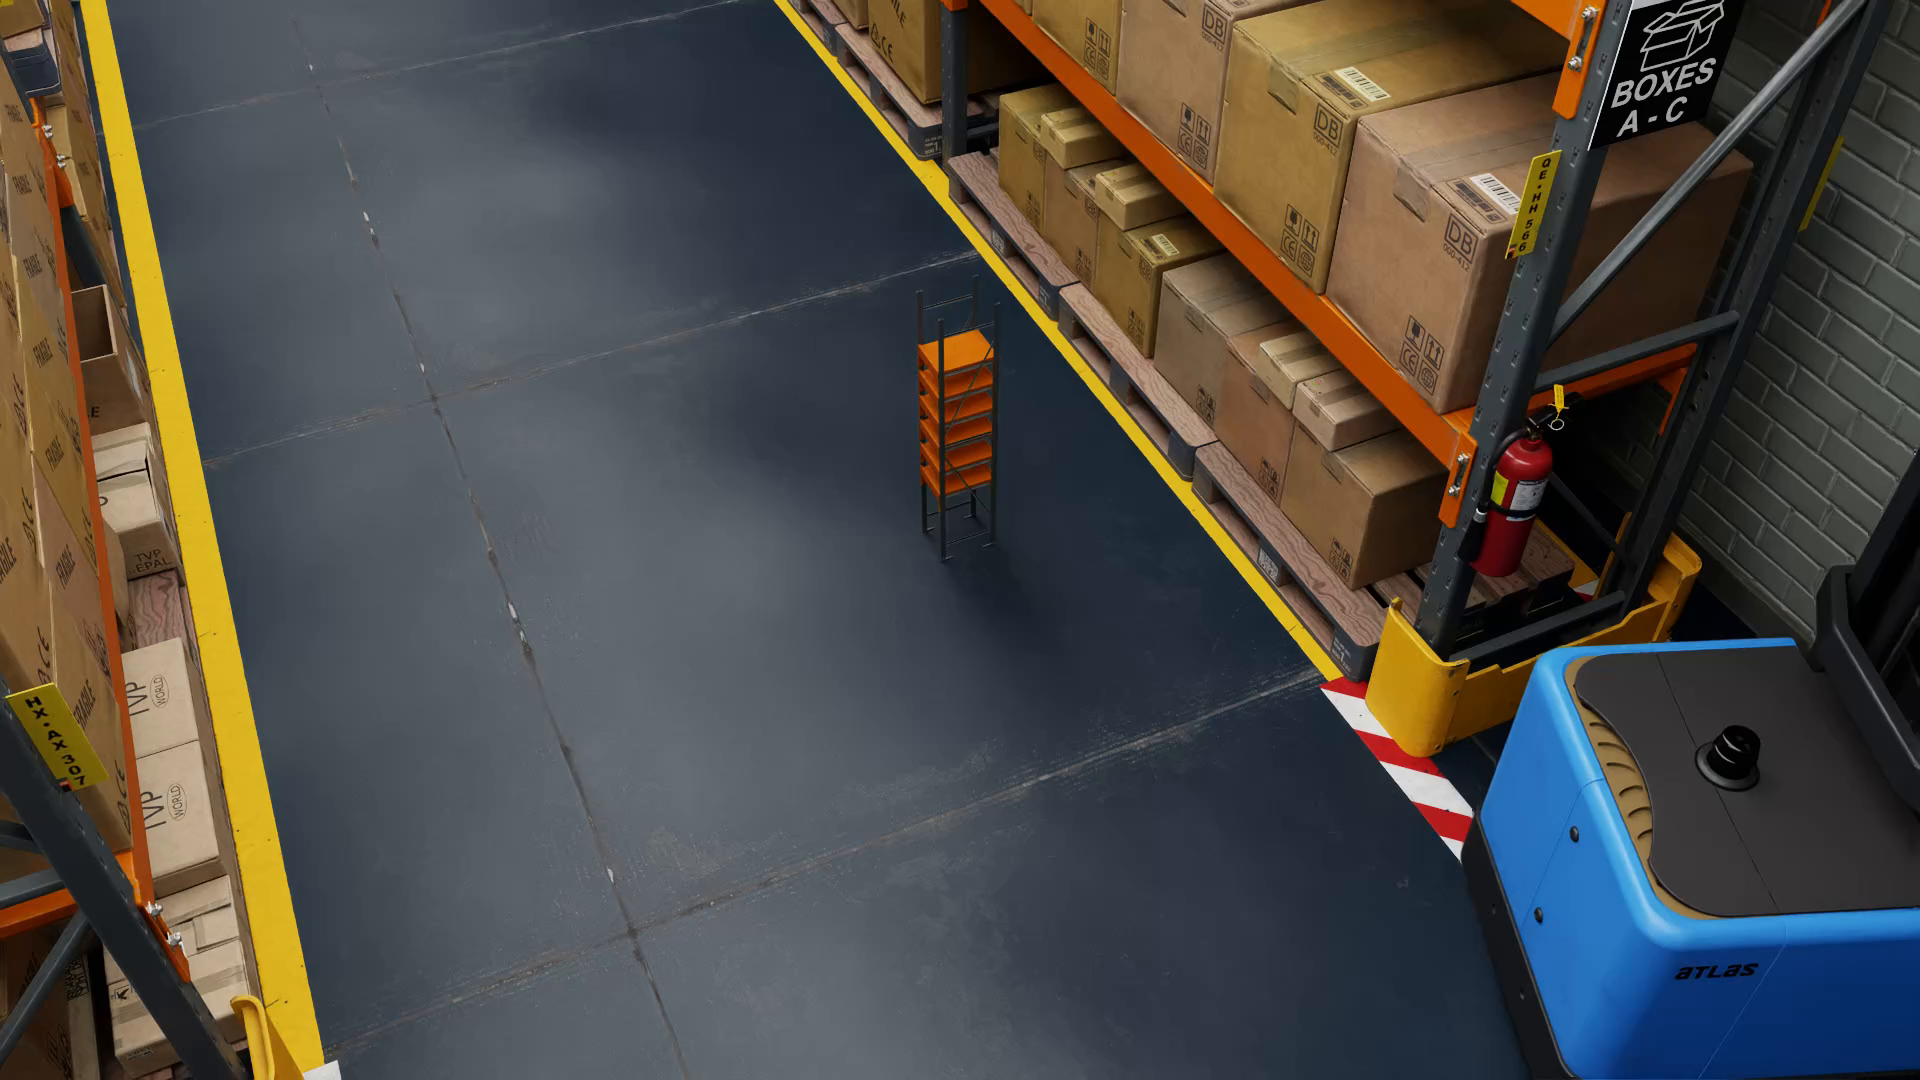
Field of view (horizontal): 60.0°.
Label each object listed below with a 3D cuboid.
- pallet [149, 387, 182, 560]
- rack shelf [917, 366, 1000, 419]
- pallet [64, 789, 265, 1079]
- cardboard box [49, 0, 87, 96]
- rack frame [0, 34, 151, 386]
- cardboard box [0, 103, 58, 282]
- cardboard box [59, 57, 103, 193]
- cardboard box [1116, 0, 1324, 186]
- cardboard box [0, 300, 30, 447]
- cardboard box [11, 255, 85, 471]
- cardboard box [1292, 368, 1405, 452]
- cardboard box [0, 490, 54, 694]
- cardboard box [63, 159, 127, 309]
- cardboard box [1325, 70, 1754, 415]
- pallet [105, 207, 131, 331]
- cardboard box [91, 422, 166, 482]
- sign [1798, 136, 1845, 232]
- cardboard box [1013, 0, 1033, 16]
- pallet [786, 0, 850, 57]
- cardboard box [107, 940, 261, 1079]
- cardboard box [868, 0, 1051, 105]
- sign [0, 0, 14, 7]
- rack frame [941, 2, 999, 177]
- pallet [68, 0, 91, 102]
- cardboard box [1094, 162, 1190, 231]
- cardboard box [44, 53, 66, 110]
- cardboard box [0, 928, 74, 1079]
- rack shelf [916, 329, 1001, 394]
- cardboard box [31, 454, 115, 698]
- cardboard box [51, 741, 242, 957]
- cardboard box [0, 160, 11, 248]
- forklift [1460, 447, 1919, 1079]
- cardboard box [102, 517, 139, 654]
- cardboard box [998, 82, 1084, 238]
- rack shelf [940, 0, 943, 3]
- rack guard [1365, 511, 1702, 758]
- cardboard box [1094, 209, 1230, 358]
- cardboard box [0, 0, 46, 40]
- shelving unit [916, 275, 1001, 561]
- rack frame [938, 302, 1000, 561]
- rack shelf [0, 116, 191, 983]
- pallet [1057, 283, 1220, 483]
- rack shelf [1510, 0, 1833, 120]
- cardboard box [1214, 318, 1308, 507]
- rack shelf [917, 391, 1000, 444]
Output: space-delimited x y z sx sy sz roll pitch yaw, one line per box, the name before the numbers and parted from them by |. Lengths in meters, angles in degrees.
pallet | -3.820 -0.222 6.825 1.003 0.211 1.213 -18 47 -17
rack shelf | -0.006 -0.576 6.201 0.258 0.103 0.180 -18 47 -17
pallet | -2.794 1.333 5.249 1.003 0.211 1.213 -18 47 -17
cardboard box | -4.966 -2.612 8.728 0.500 0.500 0.500 -20 48 -19
rack frame | -4.108 -1.652 6.289 1.000 3.000 0.127 -18 47 -17
cardboard box | -3.447 -1.117 5.675 0.500 0.500 0.500 -17 47 -16
cardboard box | -4.528 -1.957 8.064 0.500 0.500 0.500 -17 47 -17
cardboard box | 1.215 -1.946 6.373 0.980 0.700 0.700 -20 48 -19
cardboard box | -2.806 -0.507 4.345 0.500 0.500 0.500 -17 47 -17
cardboard box | -3.012 -0.467 5.016 0.500 0.500 0.500 -17 47 -17
cardboard box | 1.463 -0.504 6.144 0.380 0.149 0.250 -19 48 -18
cardboard box | -2.373 0.145 3.685 0.500 0.500 0.500 -17 47 -16
cardboard box | -4.090 -1.299 7.398 0.500 0.500 0.500 -20 48 -19
cardboard box | 1.844 -0.997 5.412 0.980 0.700 0.700 -16 47 -16
pallet | -4.484 -1.167 7.782 1.003 0.211 1.213 -18 47 -17
cardboard box | -3.399 -0.294 6.628 0.380 0.149 0.250 -18 47 -17
sign | 2.573 -1.065 5.021 0.100 0.325 0.005 -18 47 -17
cardboard box | 0.599 -2.874 7.313 0.980 0.700 0.700 -17 47 -17
pallet | -0.524 -3.373 10.018 1.003 0.211 1.213 -18 47 -17
cardboard box | -2.290 1.387 4.926 0.380 0.149 0.250 -18 47 -17
cardboard box | -0.006 -2.878 8.762 0.750 0.750 0.750 -18 47 -17
sign | -3.619 -2.126 6.152 0.100 0.325 0.005 -18 47 -17
rack frame | 0.385 -3.118 7.774 1.000 3.000 0.127 -18 47 -17
pallet | -5.510 -2.722 9.358 1.003 0.211 1.213 -18 47 -17
cardboard box | 0.805 -1.497 7.150 0.380 0.149 0.250 -19 48 -19
cardboard box | -4.510 -2.204 7.780 0.500 0.250 0.500 -18 47 -17
cardboard box | -2.878 1.356 4.706 0.500 0.500 0.500 -18 47 -17
rack shelf | -0.006 -0.661 6.116 0.258 0.103 0.180 -18 47 -17
cardboard box | -2.595 0.173 4.368 0.500 0.500 0.500 -18 48 -18
cardboard box | -2.607 0.970 5.276 0.500 0.250 0.500 -18 47 -17
cardboard box | -3.231 -1.151 4.998 0.500 0.500 0.500 -18 47 -17
forklift | 3.212 0.316 4.343 3.031 2.935 1.130 -2 45 -2
cardboard box | -3.313 0.275 5.799 0.797 0.503 0.637 -18 47 -17
cardboard box | 0.607 -1.871 7.991 0.700 0.500 0.500 -17 47 -17
rack shelf | -0.456 -4.136 9.318 1.077 0.370 4.000 -18 47 -17
rack guard | 2.077 0.336 6.053 1.175 0.500 0.348 -18 47 -17
cardboard box | 1.029 -1.222 7.333 0.700 0.500 0.500 -17 47 -16
cardboard box | -4.104 -2.205 6.479 0.700 0.500 0.500 -34 54 -30
shelving unit | -0.006 -0.436 6.338 0.258 1.200 0.189 -18 47 -17
rack frame | 0.032 -0.378 6.279 0.240 1.200 0.006 -18 47 -17
rack shelf | -3.267 -0.122 5.250 1.077 0.370 4.000 -18 47 -17
pallet | 1.151 -0.839 7.450 1.003 0.211 1.213 -18 47 -17
rack shelf | 1.226 -2.655 5.681 1.077 0.370 4.000 -18 47 -17
cardboard box | 1.472 -0.564 6.666 0.700 0.500 0.500 -18 47 -18
rack shelf | -0.006 -0.490 6.285 0.258 0.103 0.180 -18 47 -17
